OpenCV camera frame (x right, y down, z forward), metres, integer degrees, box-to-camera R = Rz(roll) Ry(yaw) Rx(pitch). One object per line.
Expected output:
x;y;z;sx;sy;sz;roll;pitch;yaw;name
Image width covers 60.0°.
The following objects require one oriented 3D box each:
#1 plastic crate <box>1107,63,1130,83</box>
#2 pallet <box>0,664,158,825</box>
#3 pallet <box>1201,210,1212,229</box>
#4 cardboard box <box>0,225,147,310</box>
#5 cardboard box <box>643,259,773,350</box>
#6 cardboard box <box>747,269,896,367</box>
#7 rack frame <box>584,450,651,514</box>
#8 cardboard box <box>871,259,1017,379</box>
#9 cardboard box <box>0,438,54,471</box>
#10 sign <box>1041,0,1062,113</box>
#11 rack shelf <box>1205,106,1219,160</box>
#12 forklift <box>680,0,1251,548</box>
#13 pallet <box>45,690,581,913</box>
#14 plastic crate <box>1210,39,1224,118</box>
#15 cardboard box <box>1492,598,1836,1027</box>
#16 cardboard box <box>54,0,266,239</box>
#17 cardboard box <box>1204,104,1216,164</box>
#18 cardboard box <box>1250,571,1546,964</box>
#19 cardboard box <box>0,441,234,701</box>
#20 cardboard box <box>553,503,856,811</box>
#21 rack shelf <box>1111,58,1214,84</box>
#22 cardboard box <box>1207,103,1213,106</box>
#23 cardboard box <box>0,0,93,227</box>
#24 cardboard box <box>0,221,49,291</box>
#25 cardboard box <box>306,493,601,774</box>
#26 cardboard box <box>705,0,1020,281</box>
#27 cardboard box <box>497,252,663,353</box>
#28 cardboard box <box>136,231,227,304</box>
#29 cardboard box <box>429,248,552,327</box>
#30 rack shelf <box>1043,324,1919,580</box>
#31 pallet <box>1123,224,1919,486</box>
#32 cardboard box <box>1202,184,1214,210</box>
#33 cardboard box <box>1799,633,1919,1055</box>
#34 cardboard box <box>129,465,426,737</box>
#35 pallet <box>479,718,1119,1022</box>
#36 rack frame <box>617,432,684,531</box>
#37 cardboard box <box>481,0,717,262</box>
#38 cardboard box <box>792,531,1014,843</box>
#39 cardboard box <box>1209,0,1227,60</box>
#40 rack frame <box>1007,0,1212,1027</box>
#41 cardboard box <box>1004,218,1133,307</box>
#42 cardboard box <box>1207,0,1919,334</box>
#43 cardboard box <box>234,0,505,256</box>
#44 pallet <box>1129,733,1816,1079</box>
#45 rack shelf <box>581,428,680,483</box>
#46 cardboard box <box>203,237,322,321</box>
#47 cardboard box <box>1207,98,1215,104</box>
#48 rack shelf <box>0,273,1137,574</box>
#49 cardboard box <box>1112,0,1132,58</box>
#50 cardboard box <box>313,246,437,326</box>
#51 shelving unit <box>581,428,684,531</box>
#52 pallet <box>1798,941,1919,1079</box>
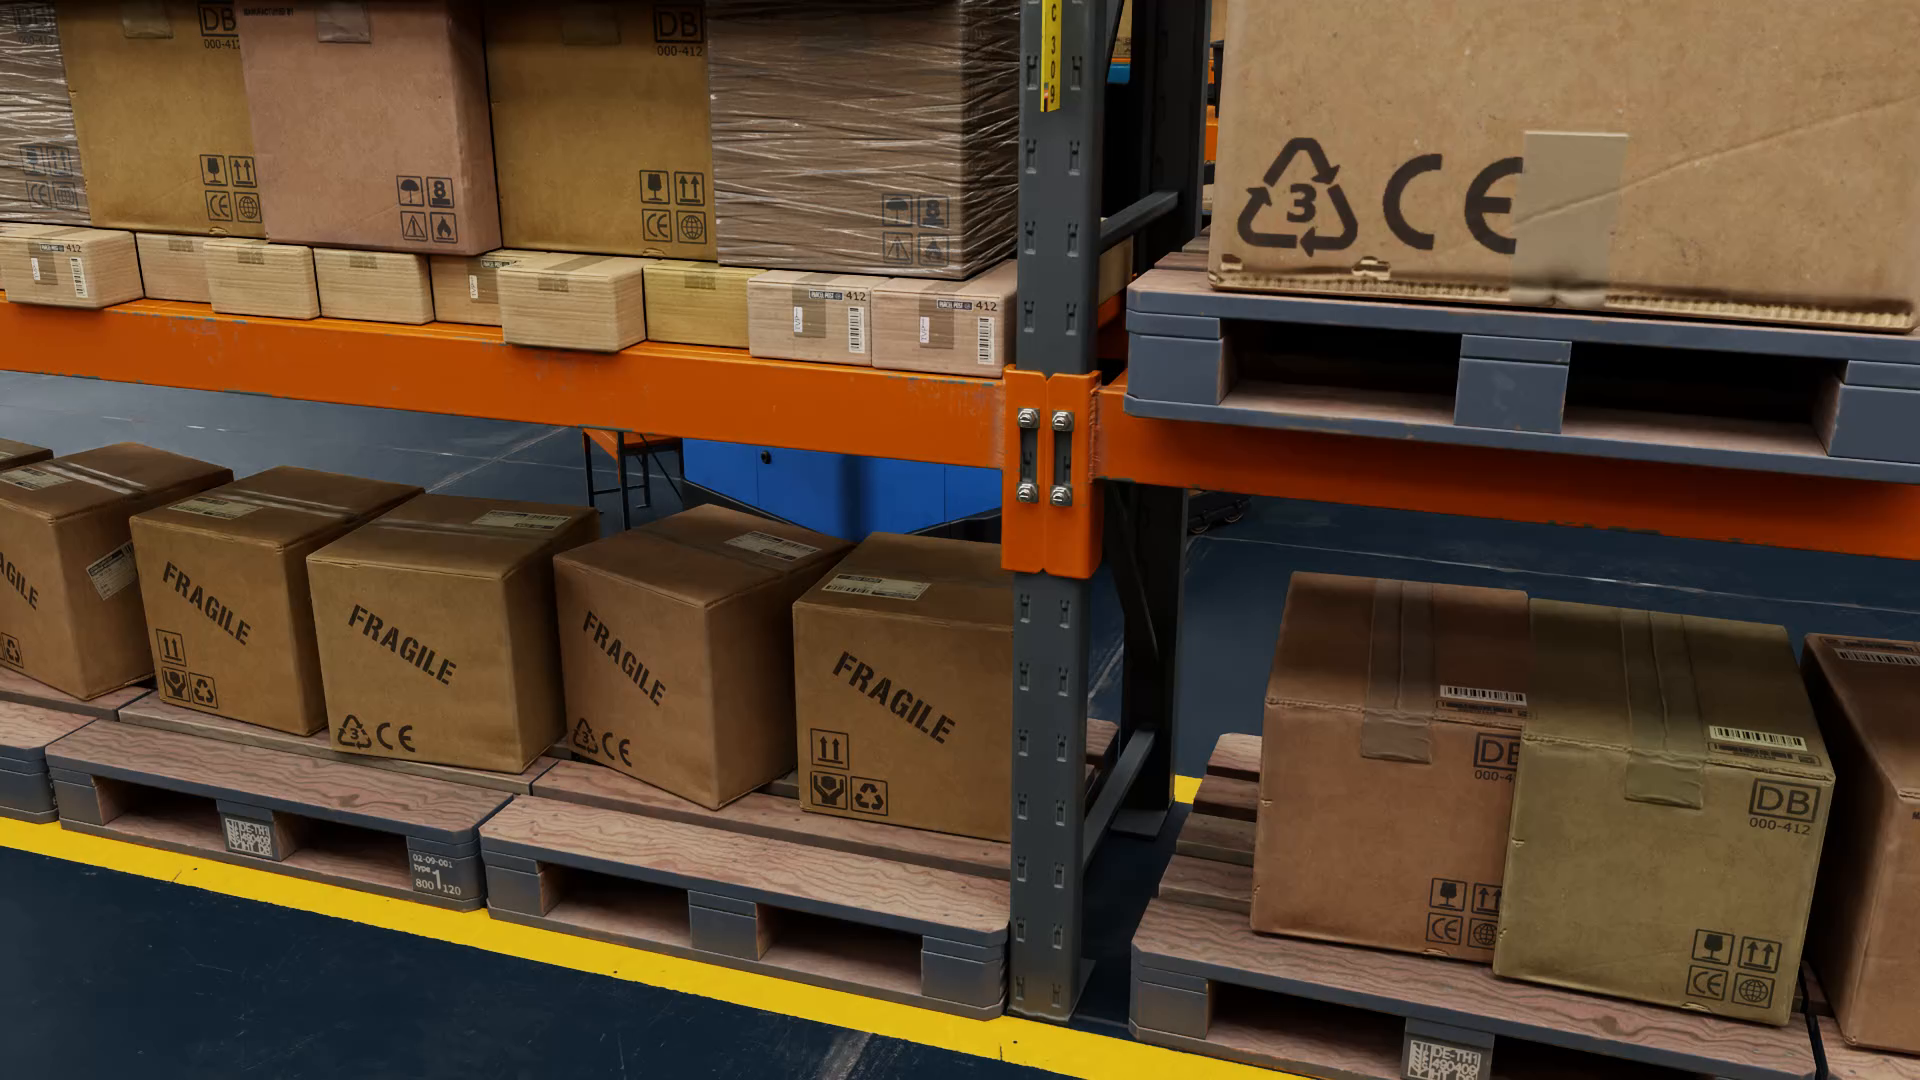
0.809;-2.116;7.816;0.616;0.251;0.499;7;20;18;plastic crate
-2.633;0.380;4.664;1.213;0.211;1.003;7;20;18;pallet
1.679;-2.604;13.227;1.213;0.211;1.003;7;20;18;pallet
-1.884;-0.628;3.701;0.250;0.149;0.380;7;20;18;cardboard box
-0.431;-0.500;3.335;0.250;0.149;0.380;7;20;18;cardboard box
-0.214;-0.454;3.204;0.250;0.149;0.380;7;20;18;cardboard box
-1.309;-0.681;6.207;0.240;1.200;0.015;-10;21;-25;rack frame
0.019;-0.424;3.118;0.250;0.149;0.380;7;20;18;cardboard box
-2.876;0.011;4.646;0.500;0.500;0.500;11;22;28;cardboard box
0.147;-0.851;2.644;0.005;0.325;0.100;7;20;18;sign
0.054;-2.028;8.429;4.000;0.370;1.077;7;20;18;rack shelf
0.465;-1.521;5.986;3.031;2.935;1.130;-16;25;-39;forklift
-1.484;0.513;4.285;1.213;0.211;1.003;7;20;18;pallet
1.491;-2.218;7.977;0.504;0.338;0.767;7;20;18;plastic crate
1.336;0.492;3.238;0.500;0.500;0.700;6;20;18;cardboard box
-1.511;-1.021;3.845;0.500;0.500;0.875;7;20;18;cardboard box
2.121;-3.038;12.633;0.500;0.500;0.500;7;20;18;cardboard box
0.891;0.434;3.402;0.500;0.500;0.700;5;20;14;cardboard box
-2.300;0.065;4.491;0.500;0.500;0.500;13;23;32;cardboard box
-0.590;0.256;3.945;0.500;0.500;0.500;14;24;35;cardboard box
1.683;-3.567;12.846;4.000;0.370;1.077;7;20;18;rack shelf
1.644;-3.087;12.776;0.500;0.500;0.500;7;20;18;cardboard box
-1.980;-1.079;4.010;0.500;0.500;0.875;7;20;18;cardboard box
-2.086;-0.687;3.871;0.250;0.149;0.380;7;20;18;cardboard box
-1.202;0.213;4.068;0.500;0.500;0.500;5;20;13;cardboard box
-0.087;-0.867;3.402;0.500;0.500;0.875;7;20;18;cardboard box
-0.703;-0.492;3.314;0.250;0.149;0.380;7;20;18;cardboard box
-1.604;-0.642;3.742;0.250;0.149;0.380;7;20;18;cardboard box
-0.896;-0.560;3.509;0.250;0.149;0.380;7;20;18;cardboard box
2.208;-0.056;2.771;4.000;0.370;1.077;7;20;18;rack shelf
0.993;-0.393;2.938;1.213;0.211;1.003;7;20;18;pallet
2.117;-2.680;12.746;0.500;0.250;0.500;7;20;18;cardboard box
1.864;0.552;3.065;0.500;0.500;0.700;5;20;13;cardboard box
-1.715;0.139;4.281;0.500;0.500;0.500;9;21;23;cardboard box
-0.328;0.644;3.908;1.213;0.211;1.003;7;20;18;pallet
-1.087;-0.538;5.796;0.240;1.200;0.015;-10;21;-25;rack frame
-0.547;-0.932;3.588;0.500;0.500;0.875;7;20;18;cardboard box
-0.046;0.315;3.775;0.500;0.500;0.500;6;20;16;cardboard box
2.179;-3.895;12.540;0.500;0.500;0.700;7;20;19;cardboard box
0.318;-0.611;3.273;0.127;3.000;1.000;7;20;18;rack frame
0.214;-0.609;3.649;0.250;0.149;0.380;7;20;18;cardboard box
1.023;-0.964;2.734;1.000;1.000;1.000;7;20;18;cardboard box
-1.053;-0.954;3.653;0.500;0.500;0.875;7;20;18;cardboard box
1.054;0.789;3.492;1.213;0.211;1.003;7;20;18;pallet
-1.198;-0.358;6.089;0.258;0.148;0.480;-10;21;-25;rack shelf
-1.393;-0.591;3.596;0.250;0.149;0.380;7;20;18;cardboard box
1.820;-3.254;13.254;0.500;0.500;0.500;7;20;18;cardboard box
-1.571;-0.488;4.011;4.000;0.370;1.077;7;20;18;rack shelf
1.196;-4.005;12.857;0.500;0.500;0.700;7;20;18;cardboard box
-1.146;-0.575;3.550;0.250;0.149;0.380;7;20;18;cardboard box
-1.198;-0.609;6.002;0.258;1.200;0.503;-10;21;-25;shelving unit
2.210;0.920;3.115;1.213;0.211;1.003;7;20;18;pallet
